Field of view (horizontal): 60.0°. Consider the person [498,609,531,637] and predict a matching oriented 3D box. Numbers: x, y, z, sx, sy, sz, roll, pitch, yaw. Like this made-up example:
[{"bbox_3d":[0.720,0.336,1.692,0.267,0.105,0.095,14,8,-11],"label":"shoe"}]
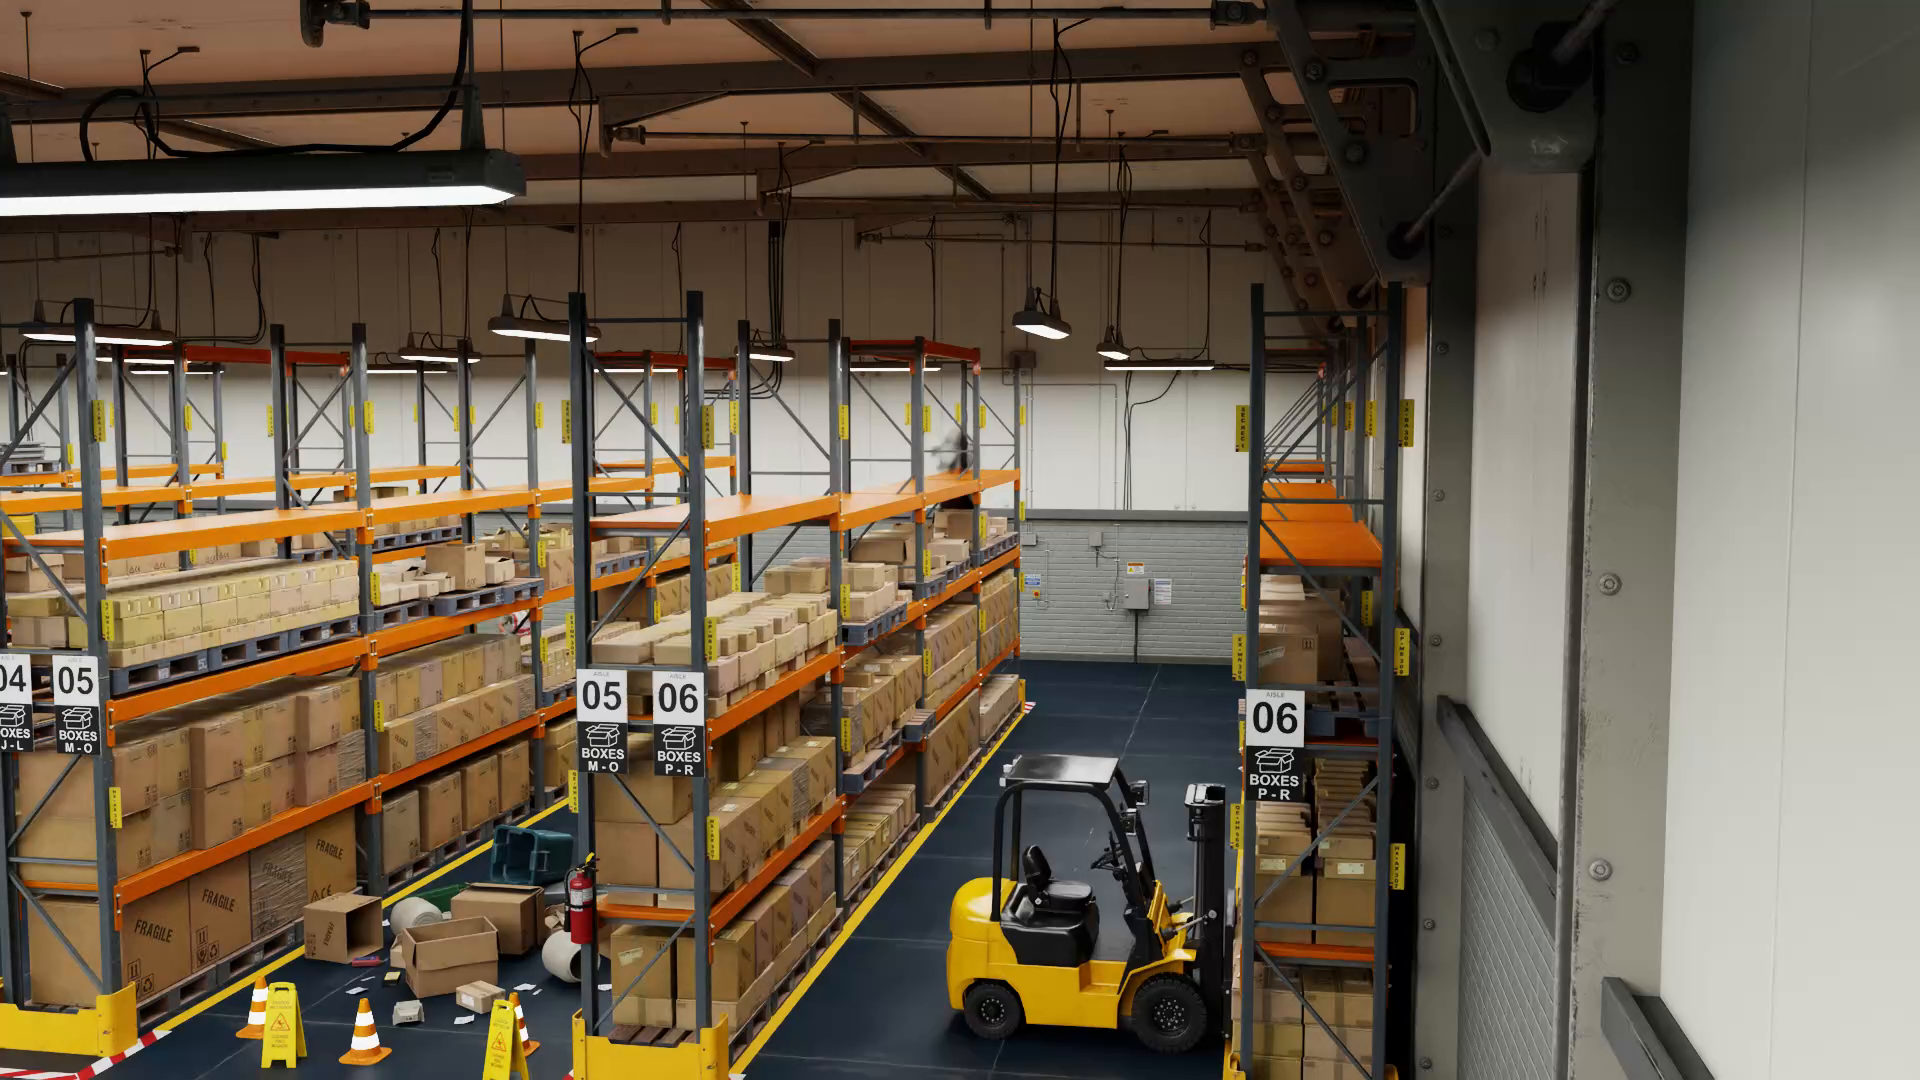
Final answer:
[{"bbox_3d":[-8.110,1.805,30.696,0.636,1.670,0.729,4,6,39],"label":"person"}]
